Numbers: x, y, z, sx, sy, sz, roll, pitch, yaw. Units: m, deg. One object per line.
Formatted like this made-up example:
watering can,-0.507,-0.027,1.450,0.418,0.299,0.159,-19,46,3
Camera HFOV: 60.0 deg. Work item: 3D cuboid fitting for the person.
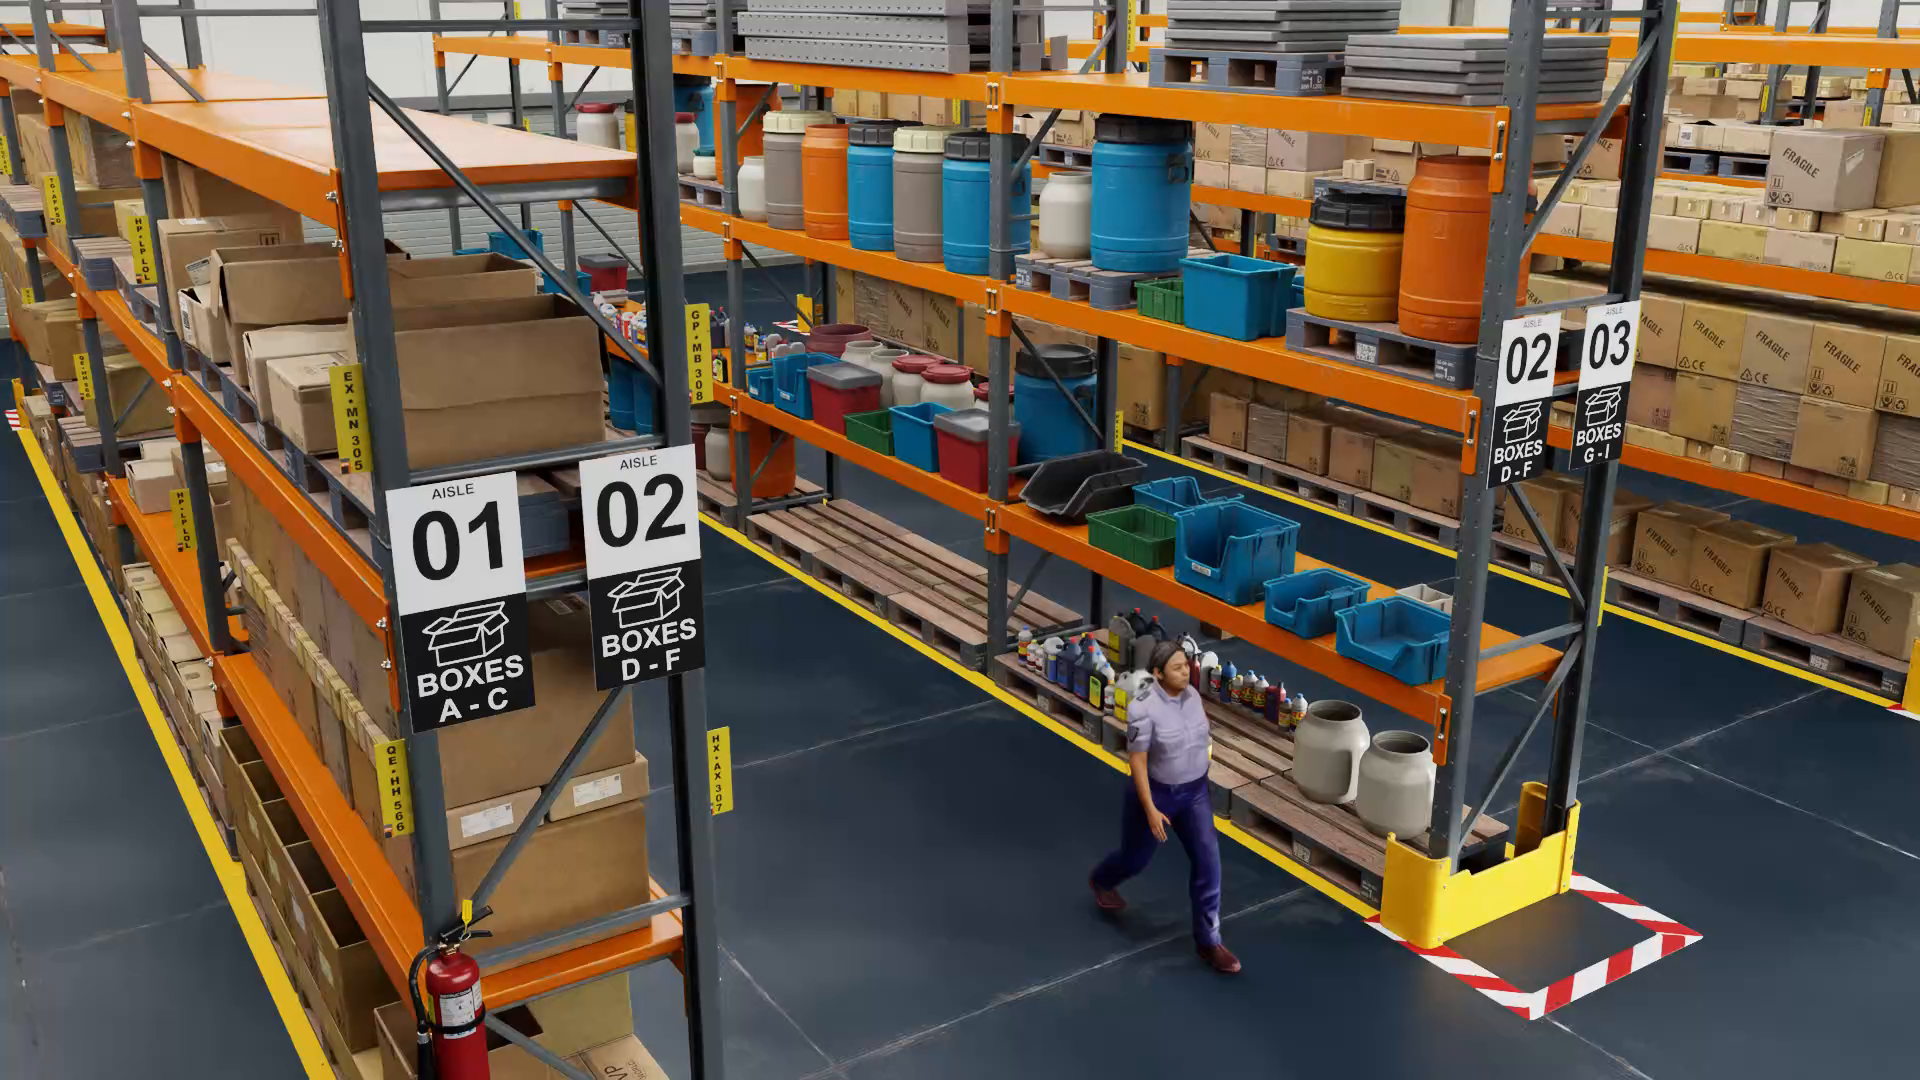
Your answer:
person,1.020,1.261,8.247,0.476,1.594,0.978,-10,21,-28
